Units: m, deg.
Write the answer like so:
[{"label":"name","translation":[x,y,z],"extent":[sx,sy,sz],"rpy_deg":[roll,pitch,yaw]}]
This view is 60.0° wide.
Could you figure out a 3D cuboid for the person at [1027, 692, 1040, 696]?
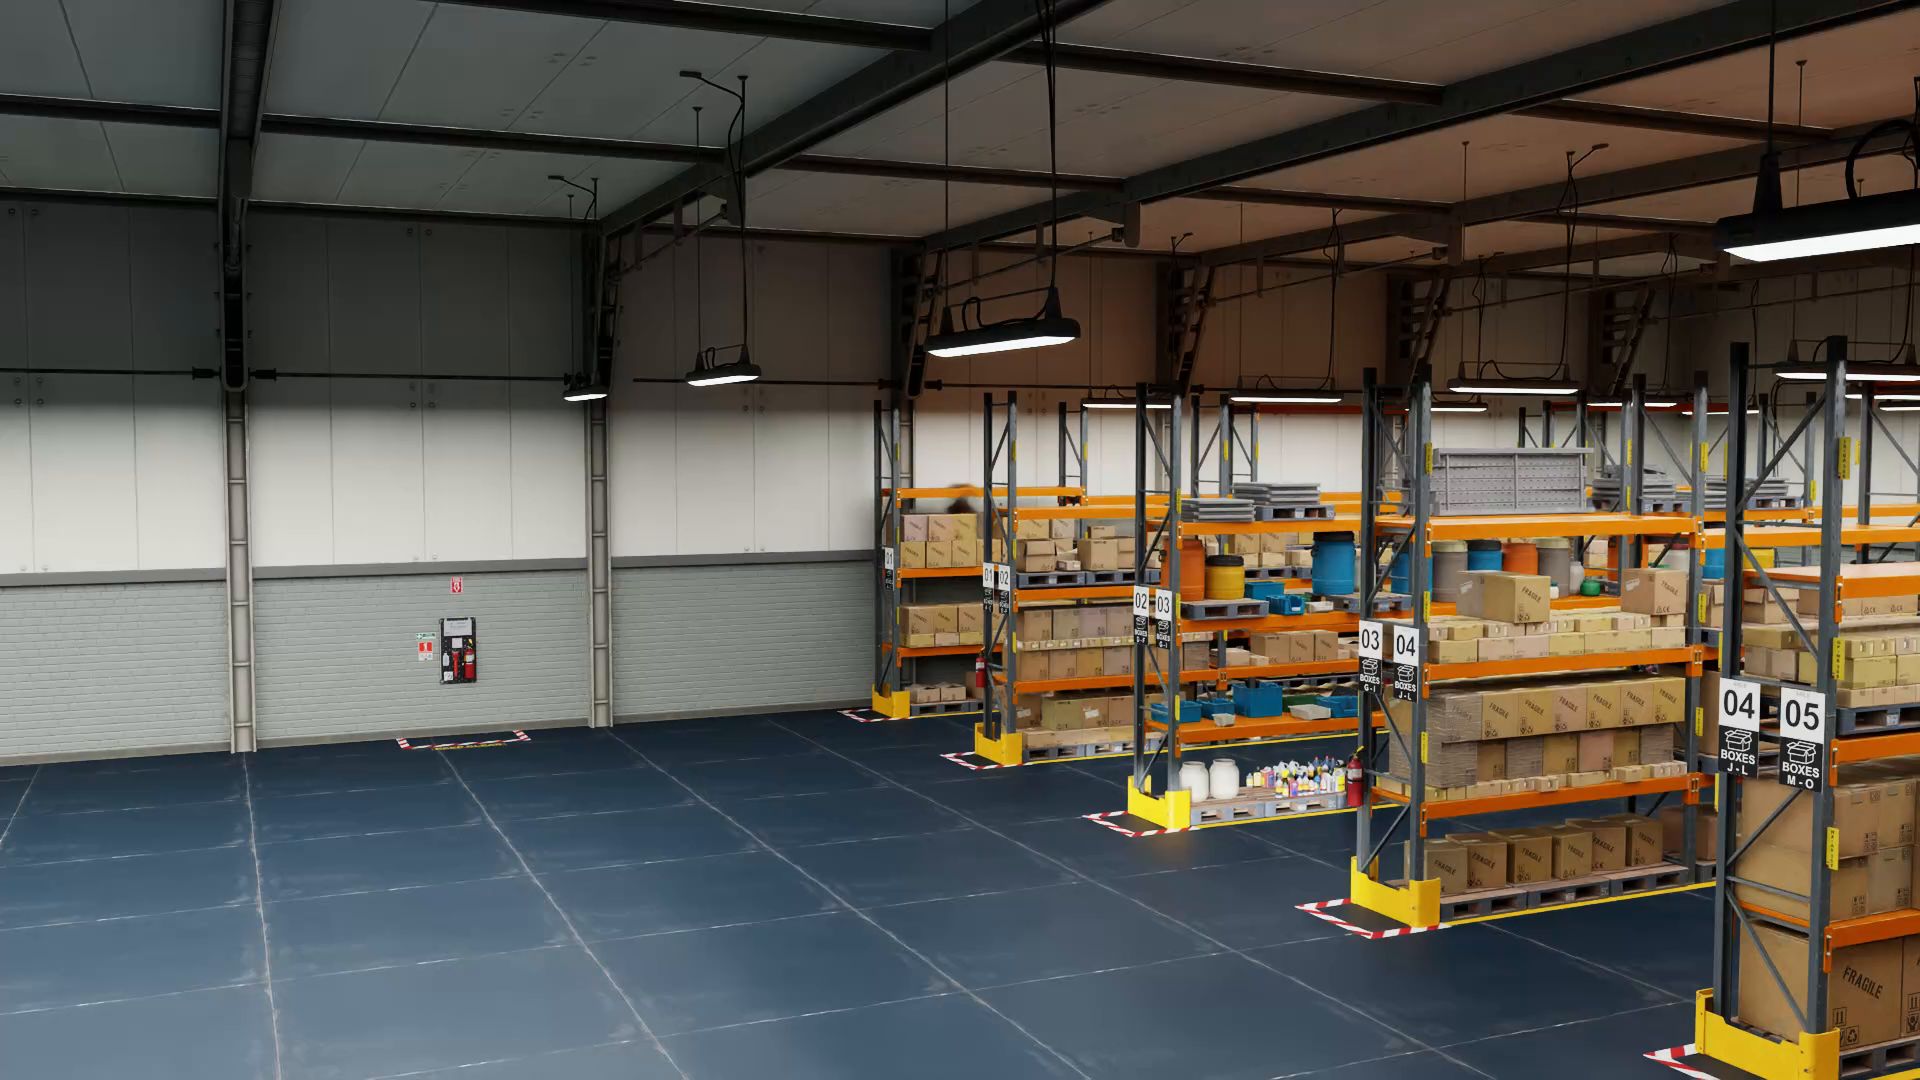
[{"label":"person","translation":[1.320,2.477,31.282],"extent":[0.543,1.735,0.405],"rpy_deg":[-1,4,-22]}]
